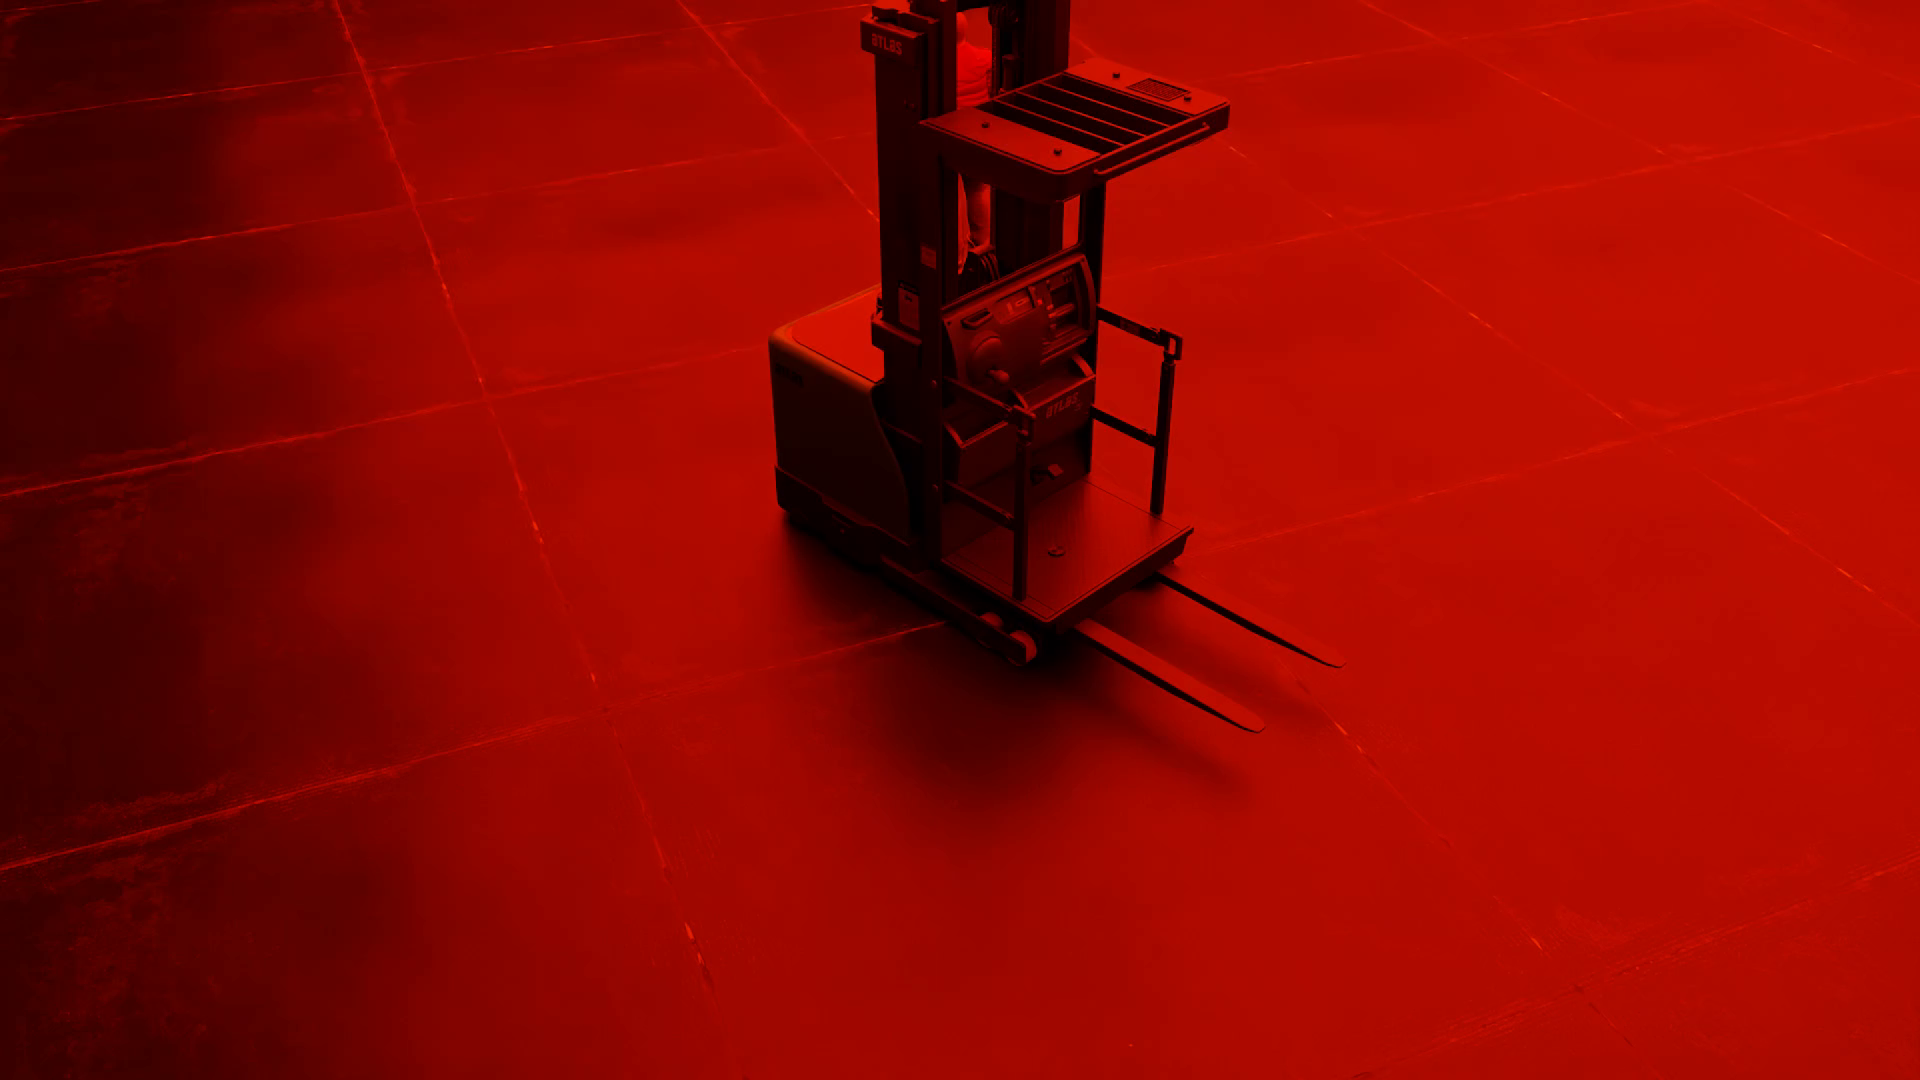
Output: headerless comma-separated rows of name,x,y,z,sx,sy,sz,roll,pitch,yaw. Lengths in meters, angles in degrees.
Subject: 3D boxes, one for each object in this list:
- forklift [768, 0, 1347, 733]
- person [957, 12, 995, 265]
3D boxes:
forklift,0.432,-0.946,7.429,3.031,2.935,1.130,30,45,35
person,-0.052,-2.631,10.823,0.641,1.727,0.551,-14,38,-18
